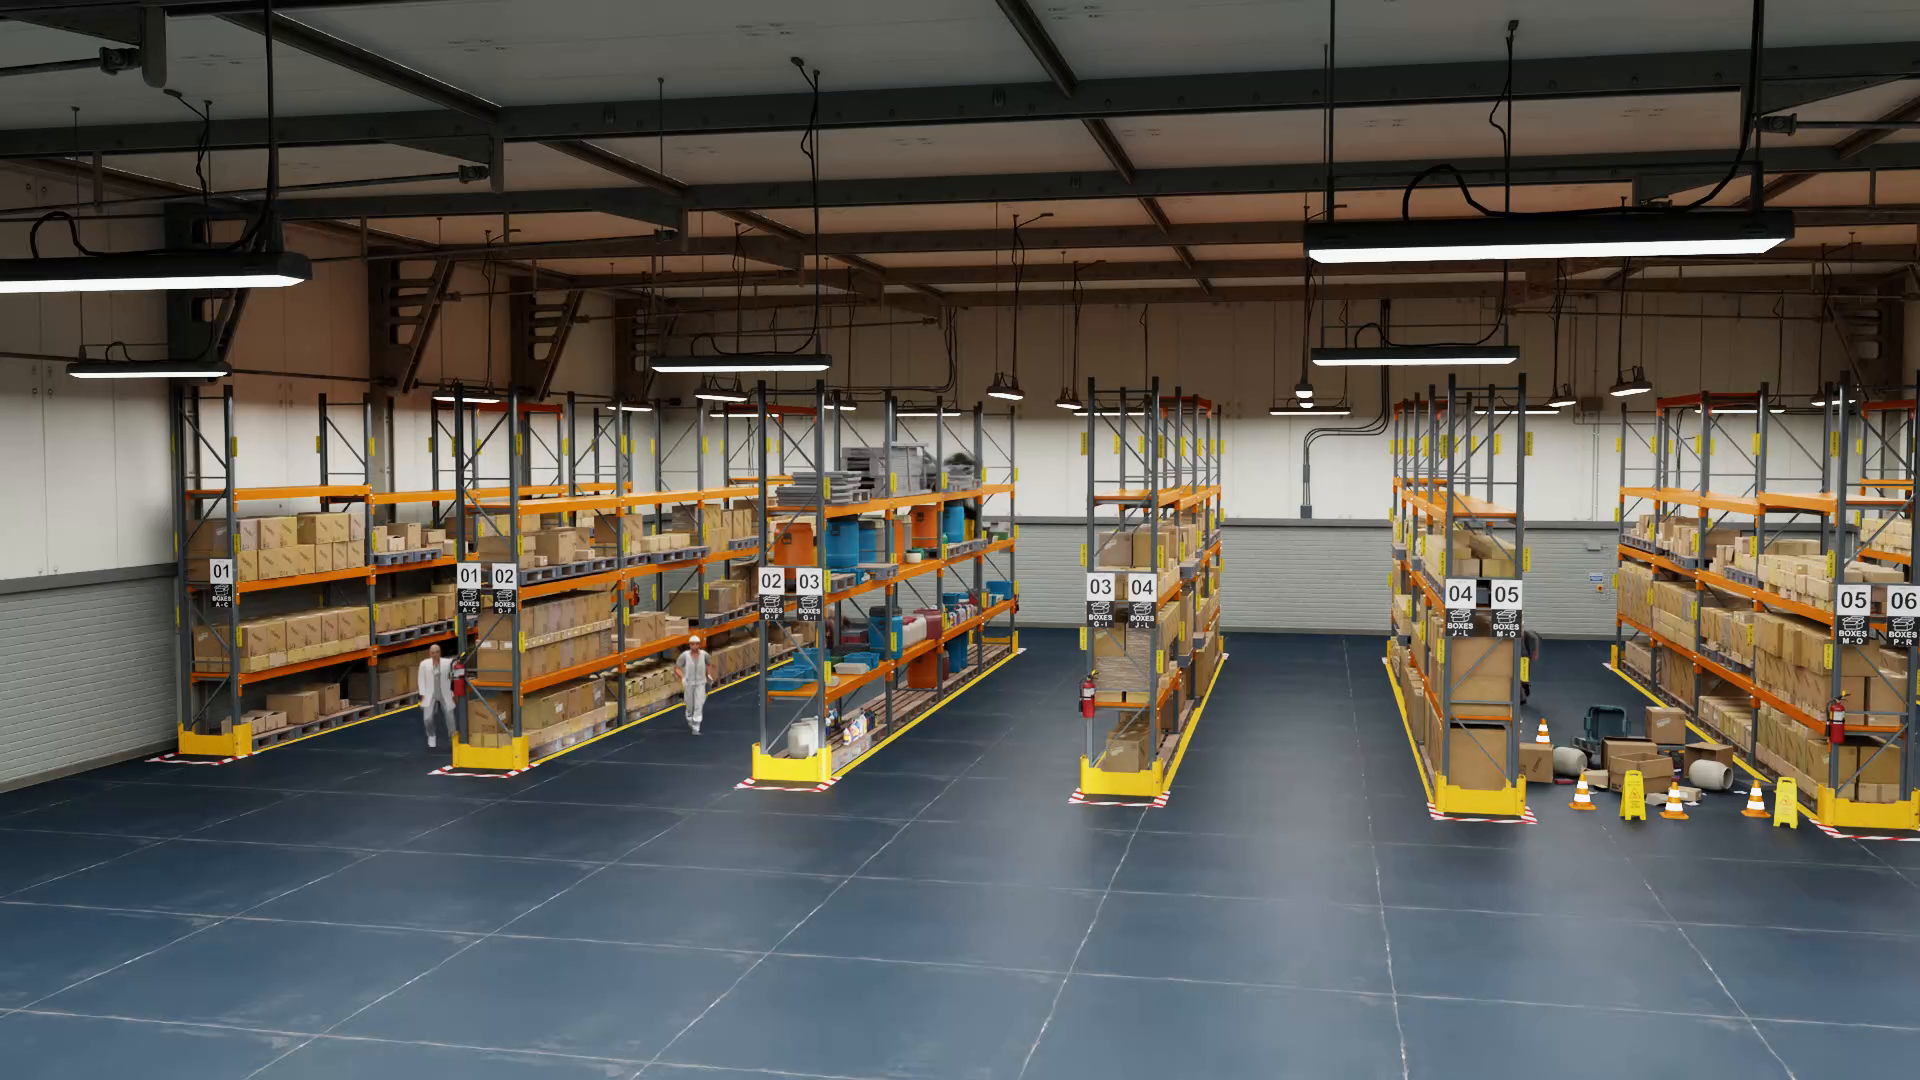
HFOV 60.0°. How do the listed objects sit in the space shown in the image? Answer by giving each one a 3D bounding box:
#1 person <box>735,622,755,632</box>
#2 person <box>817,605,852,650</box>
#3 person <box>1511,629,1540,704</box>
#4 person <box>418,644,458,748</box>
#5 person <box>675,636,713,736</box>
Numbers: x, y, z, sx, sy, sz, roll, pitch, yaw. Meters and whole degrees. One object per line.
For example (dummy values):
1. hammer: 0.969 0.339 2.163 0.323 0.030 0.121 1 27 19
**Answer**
1. person: -5.572 1.739 42.949 0.675 1.778 0.676 1 3 22
2. person: -2.571 2.207 34.407 0.702 1.760 1.060 0 3 7
3. person: 10.942 2.402 32.581 0.663 1.563 0.728 0 3 -6
4. person: -8.613 2.586 27.528 0.687 1.742 0.545 -1 3 -20
5. person: -4.650 2.516 29.033 0.660 1.736 0.774 -1 3 -14
